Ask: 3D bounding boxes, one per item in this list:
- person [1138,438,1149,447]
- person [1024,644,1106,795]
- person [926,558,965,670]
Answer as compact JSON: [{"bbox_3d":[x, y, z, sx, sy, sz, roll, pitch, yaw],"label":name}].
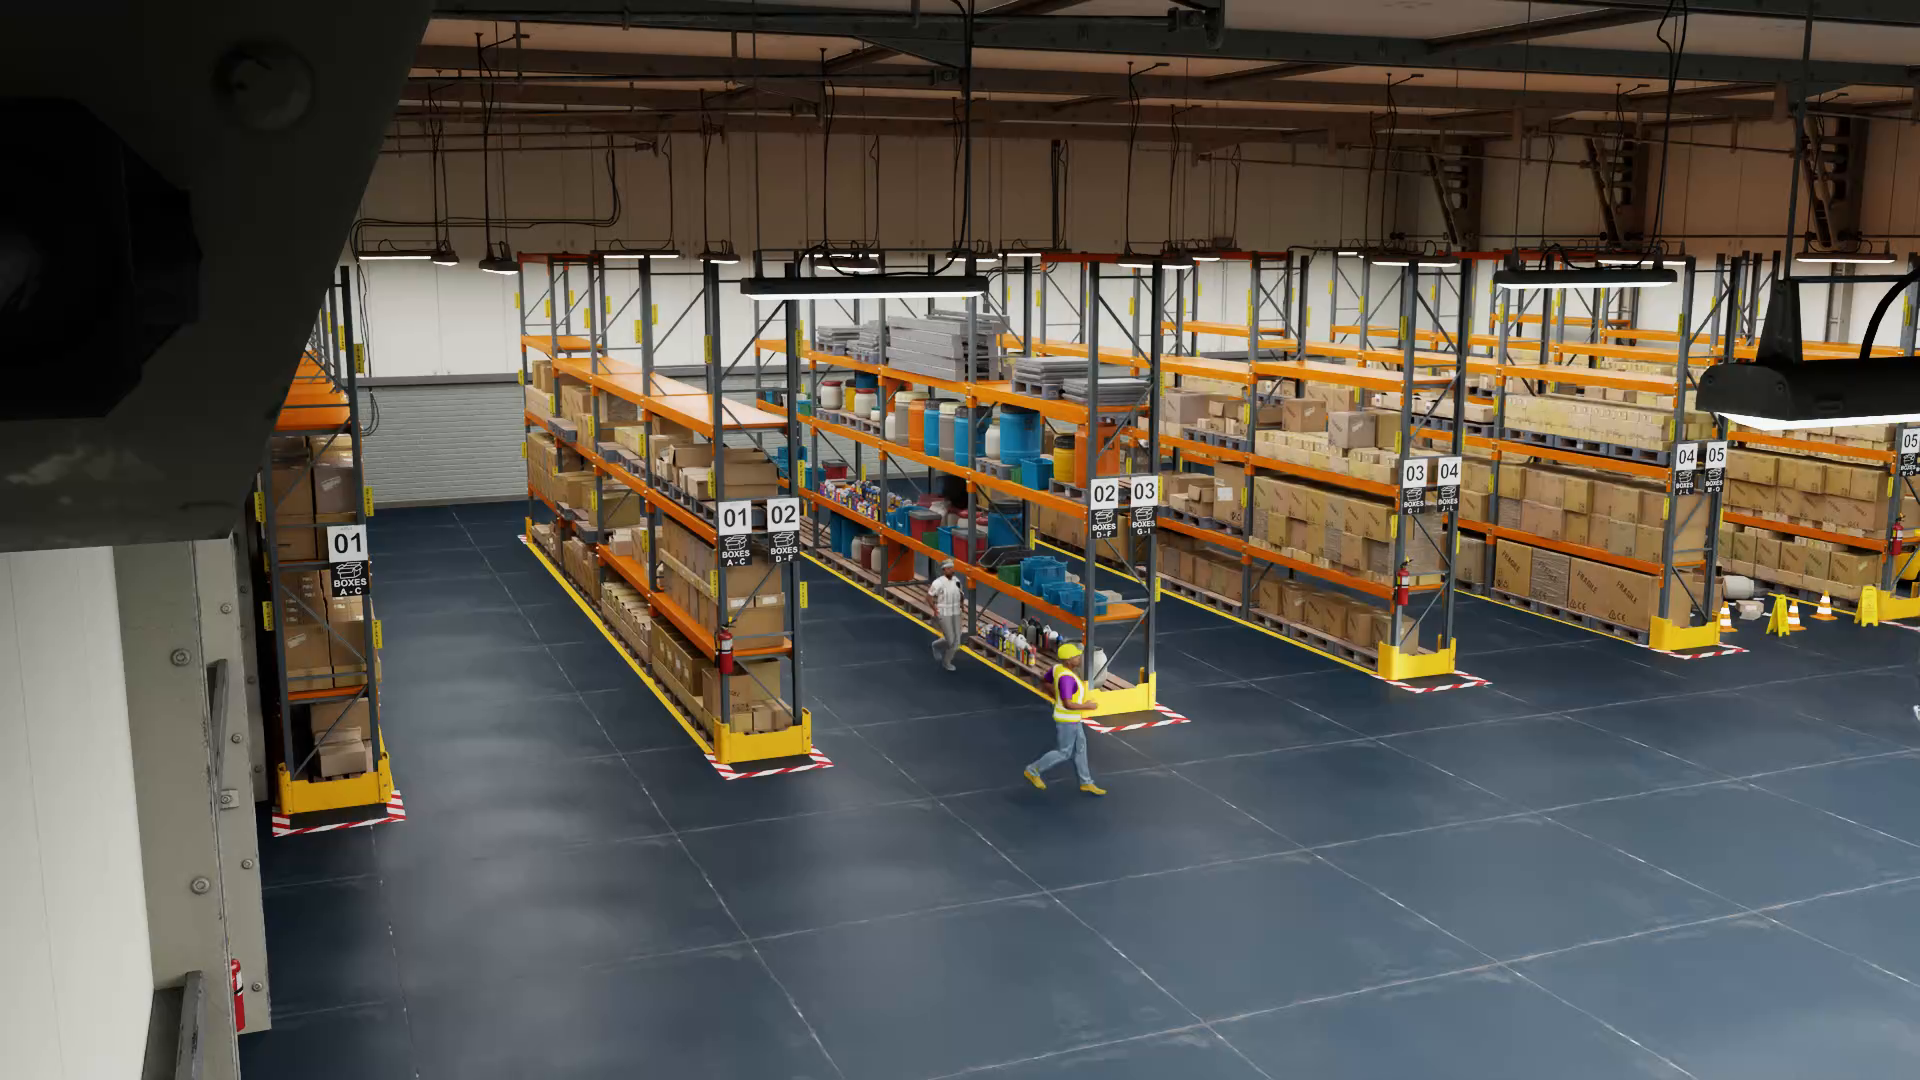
[{"bbox_3d":[4.538,-2.071,41.595,0.797,1.711,0.723,0,10,-1],"label":"person"},{"bbox_3d":[1.201,2.051,18.907,0.952,1.784,0.715,0,10,1],"label":"person"},{"bbox_3d":[-0.156,1.084,24.285,0.574,1.657,0.562,-6,12,-31],"label":"person"}]
